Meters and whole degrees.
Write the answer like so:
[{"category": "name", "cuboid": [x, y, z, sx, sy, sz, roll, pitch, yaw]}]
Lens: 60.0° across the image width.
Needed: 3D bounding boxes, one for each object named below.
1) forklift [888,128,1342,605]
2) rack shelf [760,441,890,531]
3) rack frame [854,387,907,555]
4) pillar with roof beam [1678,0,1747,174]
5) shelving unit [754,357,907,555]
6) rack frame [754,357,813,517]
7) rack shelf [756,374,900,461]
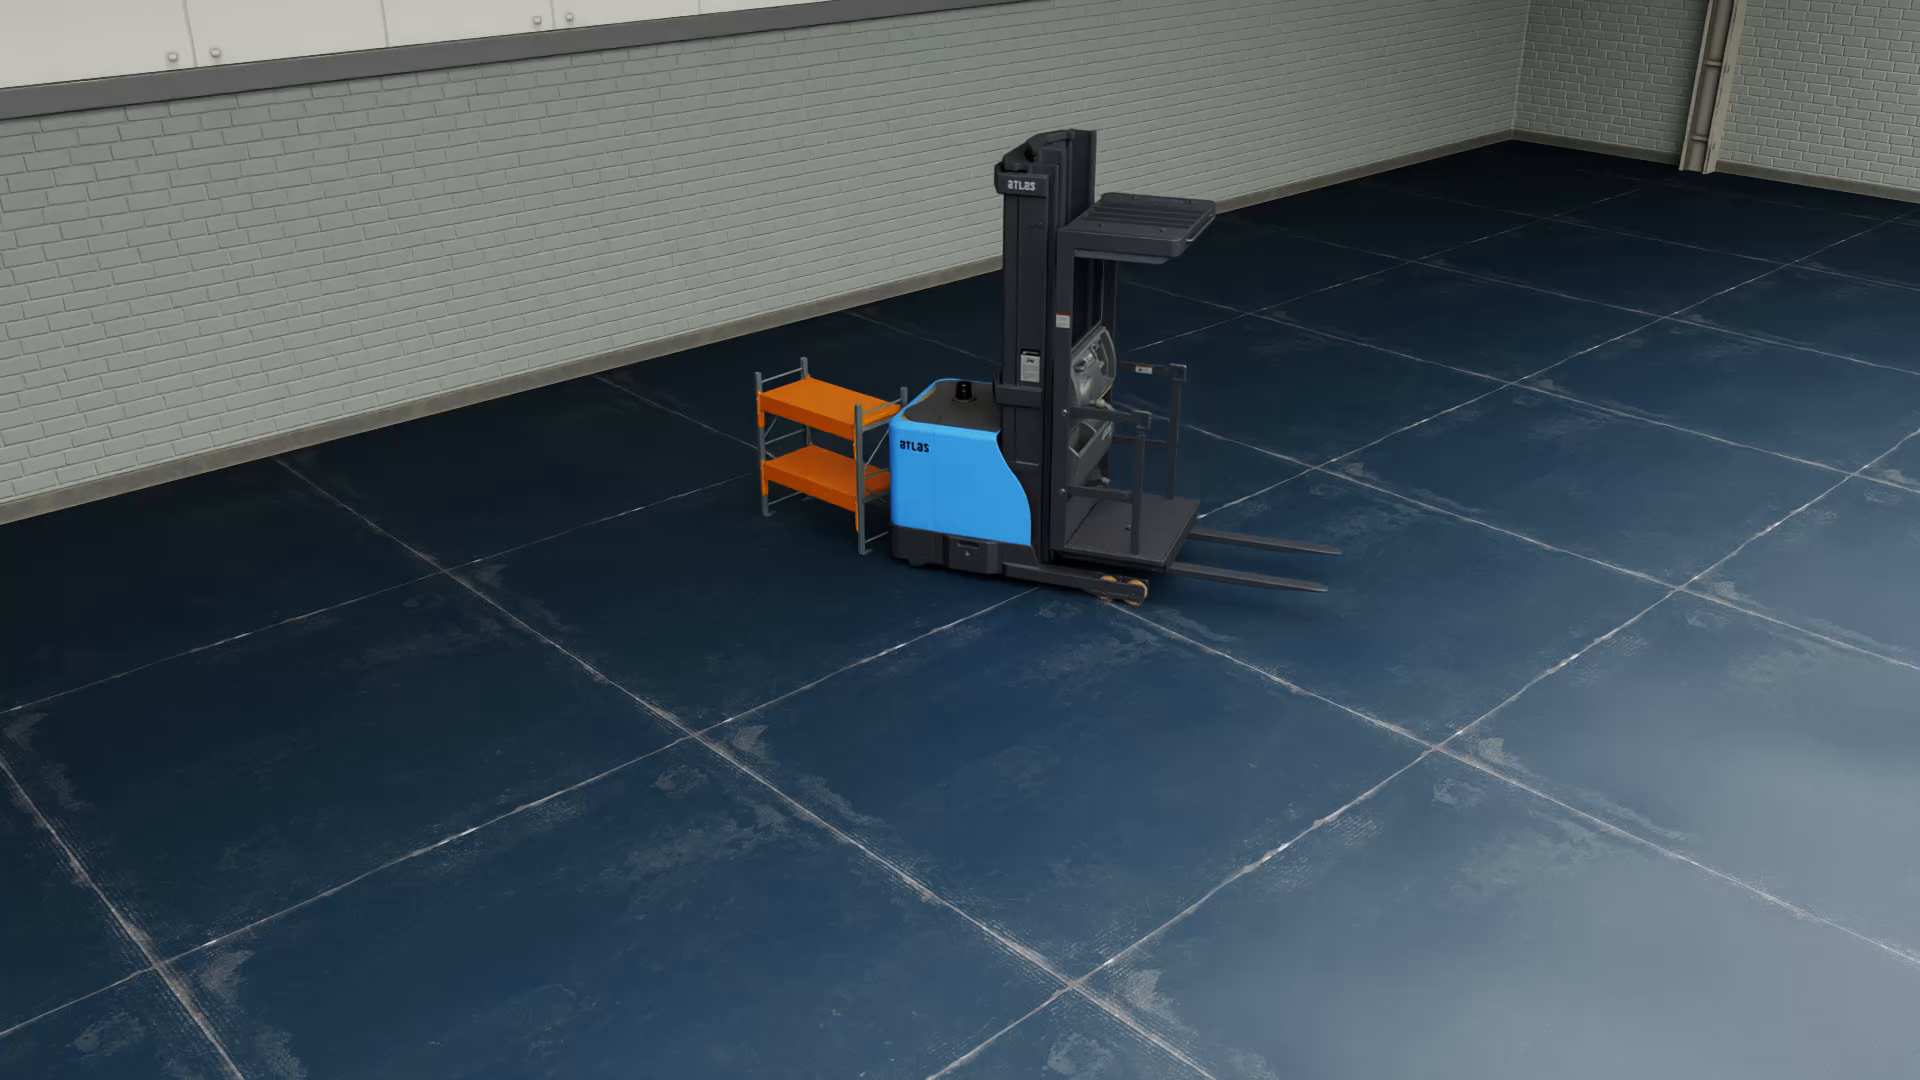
[{"category": "forklift", "cuboid": [1.074, -1.146, 11.028, 3.031, 2.935, 1.130, 9, 26, 18]}, {"category": "rack shelf", "cuboid": [-0.928, -0.404, 12.165, 1.000, 0.278, 0.538, 20, 31, 37]}, {"category": "rack frame", "cuboid": [-0.547, -0.486, 11.757, 0.032, 1.125, 0.500, 20, 31, 37]}, {"category": "pillar with roof beam", "cuboid": [7.272, -8.098, 18.956, 9.100, 9.000, 0.400, -21, 32, -38]}, {"category": "shelving unit", "cuboid": [-0.928, -0.626, 12.064, 1.048, 1.125, 0.538, 20, 31, 37]}, {"category": "rack frame", "cuboid": [-1.308, -0.766, 12.371, 0.032, 1.125, 0.500, 20, 31, 37]}, {"category": "rack shelf", "cuboid": [-0.928, -0.892, 11.942, 1.000, 0.278, 0.538, 20, 31, 37]}]
